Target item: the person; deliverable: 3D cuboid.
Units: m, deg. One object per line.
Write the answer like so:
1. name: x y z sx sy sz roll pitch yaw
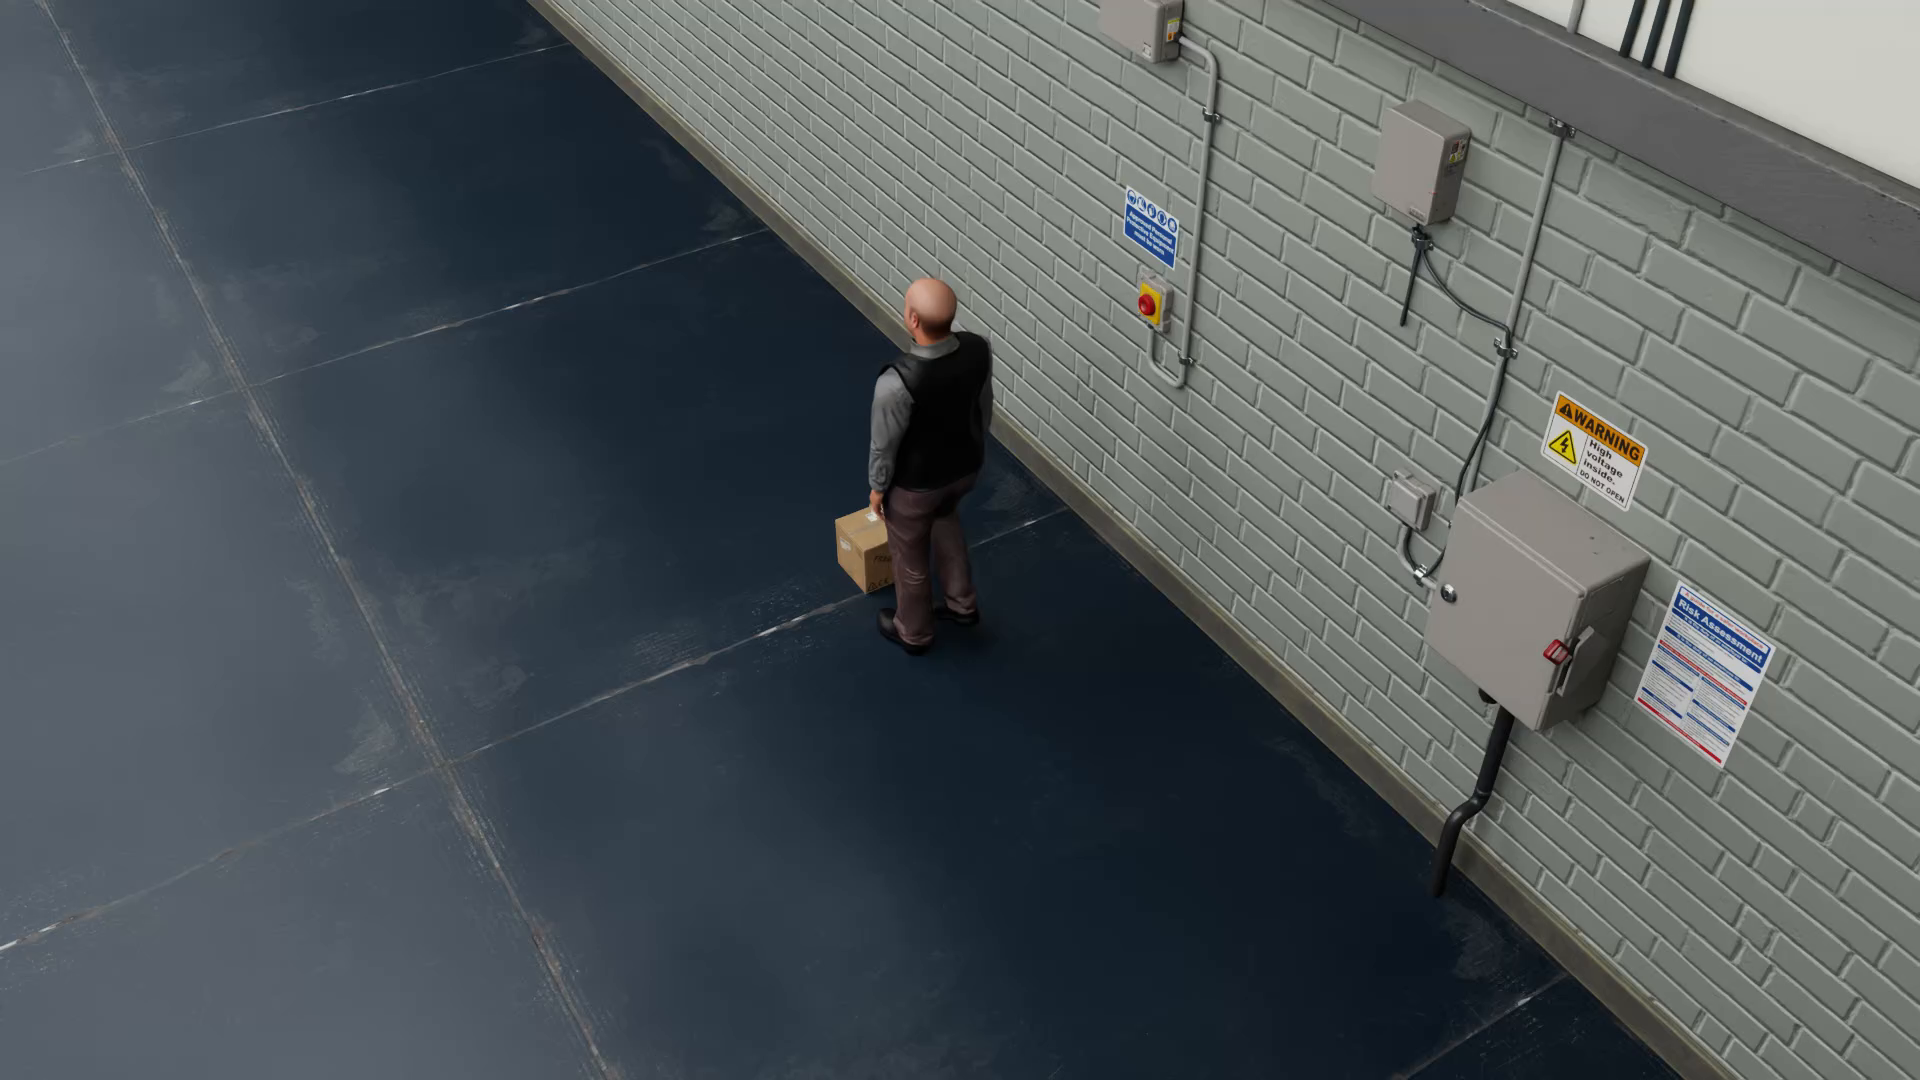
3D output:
1. person: -0.130 -0.273 6.474 0.558 1.728 0.430 -26 47 -27
